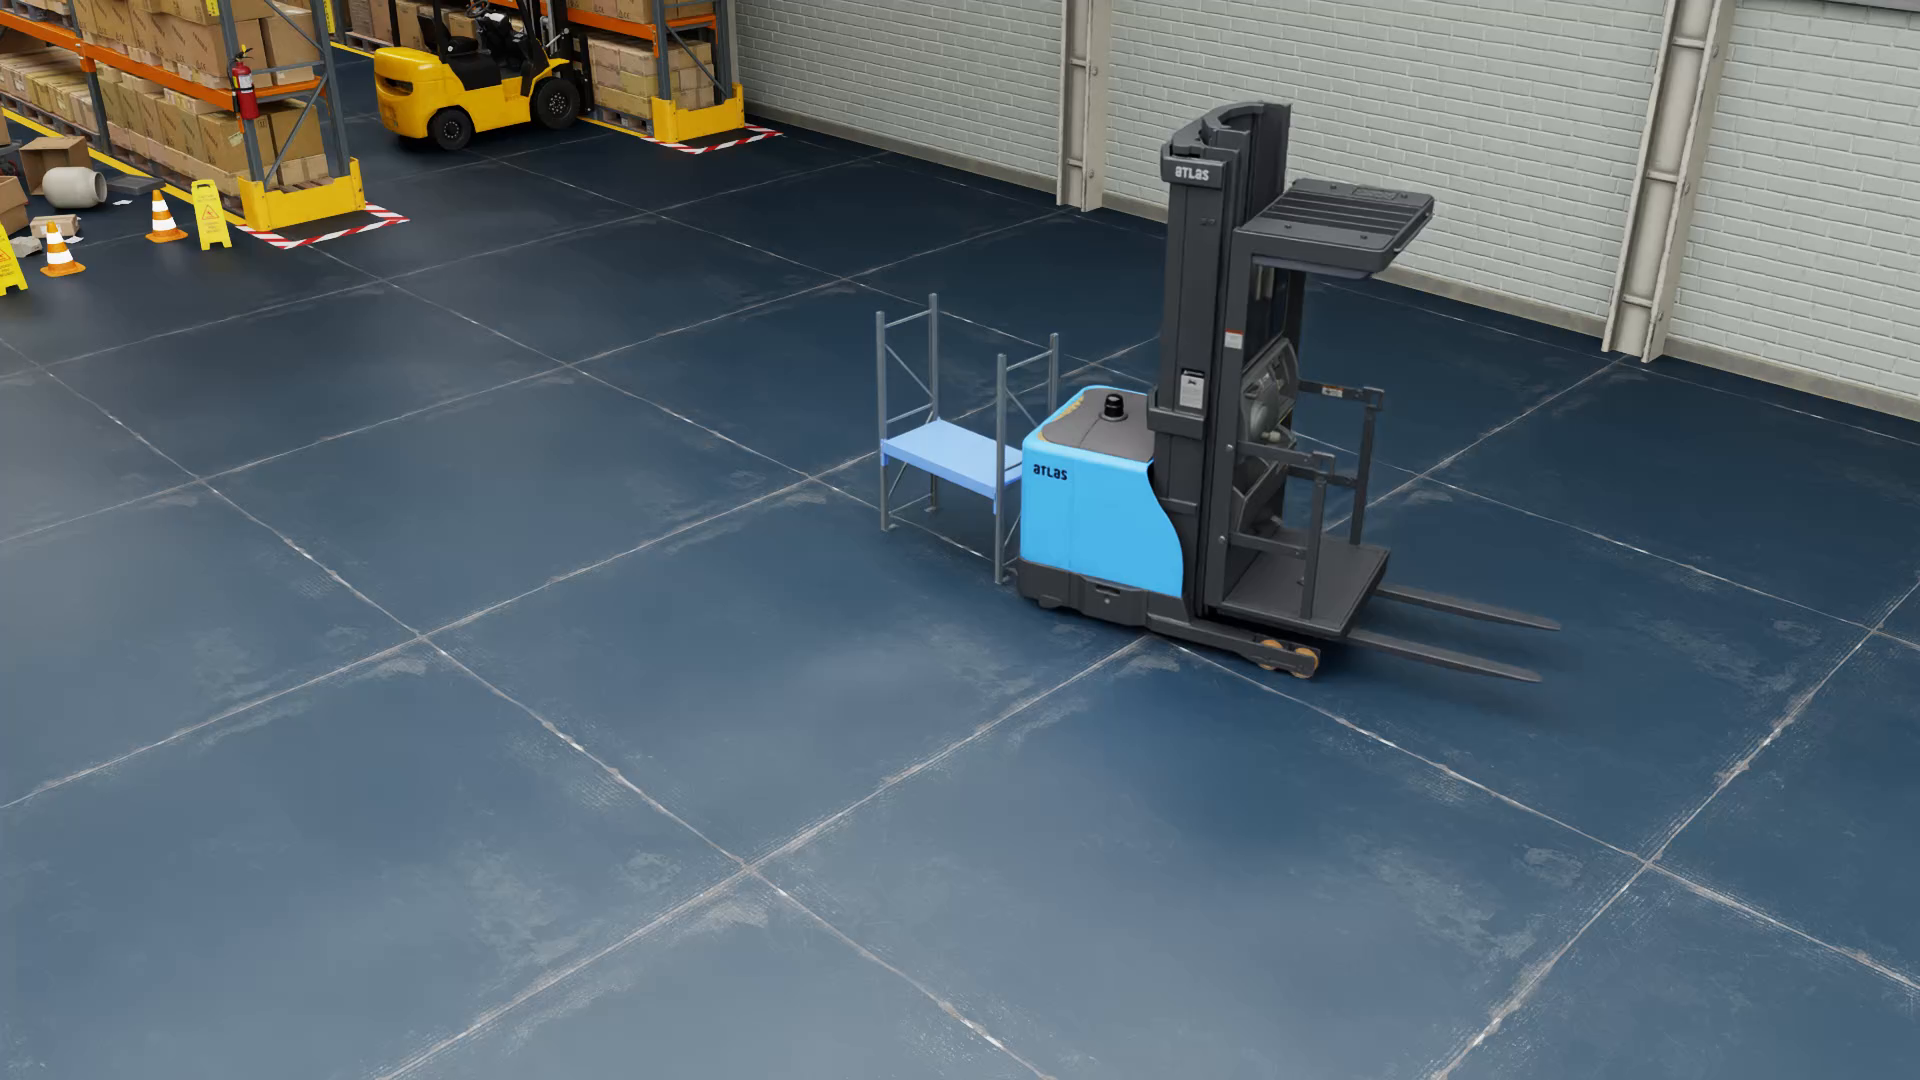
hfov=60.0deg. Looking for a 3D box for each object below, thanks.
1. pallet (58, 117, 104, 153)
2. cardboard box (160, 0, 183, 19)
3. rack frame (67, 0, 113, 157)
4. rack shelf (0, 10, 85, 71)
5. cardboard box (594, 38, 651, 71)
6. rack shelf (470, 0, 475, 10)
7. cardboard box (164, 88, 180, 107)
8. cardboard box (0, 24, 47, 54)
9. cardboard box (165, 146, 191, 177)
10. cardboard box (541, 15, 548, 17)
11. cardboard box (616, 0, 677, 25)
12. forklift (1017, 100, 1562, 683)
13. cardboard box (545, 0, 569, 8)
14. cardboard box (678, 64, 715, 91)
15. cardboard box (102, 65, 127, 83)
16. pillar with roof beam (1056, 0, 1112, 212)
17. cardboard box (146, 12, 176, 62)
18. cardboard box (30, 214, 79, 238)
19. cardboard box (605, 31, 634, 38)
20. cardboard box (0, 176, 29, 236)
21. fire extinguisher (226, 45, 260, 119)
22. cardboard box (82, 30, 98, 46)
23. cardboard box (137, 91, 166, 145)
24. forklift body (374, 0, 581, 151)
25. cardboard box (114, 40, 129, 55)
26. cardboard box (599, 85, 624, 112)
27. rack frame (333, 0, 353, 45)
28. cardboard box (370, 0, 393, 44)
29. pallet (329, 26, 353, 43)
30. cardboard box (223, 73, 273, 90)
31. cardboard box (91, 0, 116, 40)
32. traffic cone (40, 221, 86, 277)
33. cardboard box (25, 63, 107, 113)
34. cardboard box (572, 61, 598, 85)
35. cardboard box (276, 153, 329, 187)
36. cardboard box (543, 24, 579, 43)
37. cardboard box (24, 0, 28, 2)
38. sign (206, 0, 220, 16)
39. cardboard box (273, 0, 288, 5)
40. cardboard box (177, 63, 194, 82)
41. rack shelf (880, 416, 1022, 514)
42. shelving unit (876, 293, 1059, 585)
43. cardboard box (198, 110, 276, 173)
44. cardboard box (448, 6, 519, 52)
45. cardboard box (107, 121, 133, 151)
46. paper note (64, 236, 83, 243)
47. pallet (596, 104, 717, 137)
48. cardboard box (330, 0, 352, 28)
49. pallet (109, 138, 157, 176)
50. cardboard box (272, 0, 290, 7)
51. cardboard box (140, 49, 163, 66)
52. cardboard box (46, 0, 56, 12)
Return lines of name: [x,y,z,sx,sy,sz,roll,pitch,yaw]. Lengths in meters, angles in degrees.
pallet: [-10.044,-4.943,19.916,1.213,0.211,1.003,25,36,38]
cardboard box: [-7.508,-5.498,16.476,0.700,0.500,0.500,-25,37,-39]
rack frame: [-9.488,-5.923,18.785,0.127,3.000,1.000,25,36,38]
rack shelf: [-10.914,-6.257,20.194,4.000,0.370,1.077,25,36,38]
cardboard box: [-4.073,-5.889,20.150,0.500,0.250,0.500,-25,36,-38]
rack shelf: [-7.436,-7.906,23.329,4.000,0.370,1.077,25,36,38]
cardboard box: [-8.062,-4.648,17.360,0.380,0.149,0.250,-23,36,-37]
cardboard box: [-12.774,-6.727,22.145,0.875,0.875,0.875,24,36,38]
cardboard box: [-8.141,-4.102,17.825,0.500,0.250,0.500,23,35,37]
cardboard box: [-5.152,-6.726,21.742,0.500,0.250,0.500,24,36,38]
cardboard box: [-3.693,-6.384,19.554,0.500,0.500,0.500,24,36,37]
forklift: [1.892,-0.809,9.132,3.031,2.935,1.130,14,31,24]
cardboard box: [-4.788,-6.884,20.505,0.500,0.500,0.500,25,37,39]
cardboard box: [-3.348,-5.679,20.287,0.500,0.250,0.500,-25,36,-38]
cardboard box: [-9.209,-5.168,18.350,0.380,0.149,0.250,-25,36,-38]
pillar with roof beam: [-1.762,-6.062,12.603,0.400,9.000,9.100,25,36,38]
cardboard box: [-7.924,-5.209,17.000,0.500,0.500,0.500,24,36,38]
cardboard box: [-8.986,-3.113,16.505,0.380,0.149,0.250,-7,29,-14]
cardboard box: [-4.076,-6.226,20.790,0.500,0.250,0.500,24,36,38]
cardboard box: [-9.663,-3.246,16.376,0.637,0.503,0.797,2,28,4]
fire extinguisher: [-6.877,-4.394,15.959,0.183,0.674,0.296,25,36,38]
cardboard box: [-9.488,-5.603,18.446,0.250,0.149,0.380,24,36,38]
cardboard box: [-8.498,-4.601,17.969,0.500,0.500,0.500,-23,35,-37]
forklift body: [-5.789,-5.904,19.661,1.214,2.155,2.313,25,36,38]
cardboard box: [-8.909,-5.369,18.001,0.380,0.149,0.250,-24,36,-38]
cardboard box: [-4.063,-5.449,20.387,0.500,0.250,0.500,25,36,38]
rack frame: [-8.863,-8.877,24.402,0.127,3.000,1.000,25,36,38]
cardboard box: [-7.956,-7.593,24.061,0.875,0.625,0.625,-24,36,-38]
pallet: [-9.368,-7.899,25.539,1.213,0.211,1.003,25,36,38]
cardboard box: [-7.052,-4.558,16.459,0.380,0.149,0.250,-24,36,-38]
cardboard box: [-8.995,-5.707,17.947,0.500,0.500,0.500,24,36,38]
traffic cone: [-8.382,-2.728,15.435,0.334,0.463,0.336,25,36,38]
cardboard box: [-10.875,-5.576,20.497,0.950,0.372,0.625,-24,36,-38]
cardboard box: [-4.457,-5.841,20.594,0.500,0.250,0.500,24,36,37]
cardboard box: [-7.017,-3.942,17.520,0.500,0.250,0.500,24,36,38]
cardboard box: [-5.165,-6.392,21.106,0.500,0.250,0.500,-24,36,-38]
cardboard box: [-10.765,-6.412,19.533,0.250,0.149,0.380,25,36,38]
sign: [-7.039,-5.093,15.622,0.005,0.325,0.100,25,36,38]
cardboard box: [-10.423,-8.523,25.964,0.500,0.500,0.500,23,35,37]
cardboard box: [-7.683,-4.769,16.859,0.380,0.149,0.250,-25,36,-38]
rack shelf: [0.035,-0.482,10.434,1.000,0.185,0.538,24,36,38]
shelving unit: [0.035,-0.641,10.351,1.048,1.500,0.538,24,36,38]
cardboard box: [-7.389,-4.094,17.003,0.500,0.500,0.500,25,37,39]
cardboard box: [-6.390,-6.873,22.692,0.875,0.625,0.625,-23,36,-37]
cardboard box: [-9.256,-4.610,18.791,0.500,0.250,0.500,23,35,36]
paper note: [-8.705,-2.952,16.324,0.142,0.019,0.148,12,30,22]
pallet: [-3.733,-5.268,20.535,1.213,0.211,1.003,25,36,38]
cardboard box: [-9.315,-8.023,25.013,0.500,0.500,0.500,-24,36,-38]
pallet: [-8.984,-4.482,19.040,1.213,0.211,1.003,25,36,38]
cardboard box: [-7.150,-5.209,16.999,0.500,0.500,0.500,-24,36,-38]
cardboard box: [-8.383,-5.109,17.507,0.250,0.149,0.380,24,36,38]
cardboard box: [-10.224,-6.166,19.066,0.250,0.149,0.380,23,36,37]
